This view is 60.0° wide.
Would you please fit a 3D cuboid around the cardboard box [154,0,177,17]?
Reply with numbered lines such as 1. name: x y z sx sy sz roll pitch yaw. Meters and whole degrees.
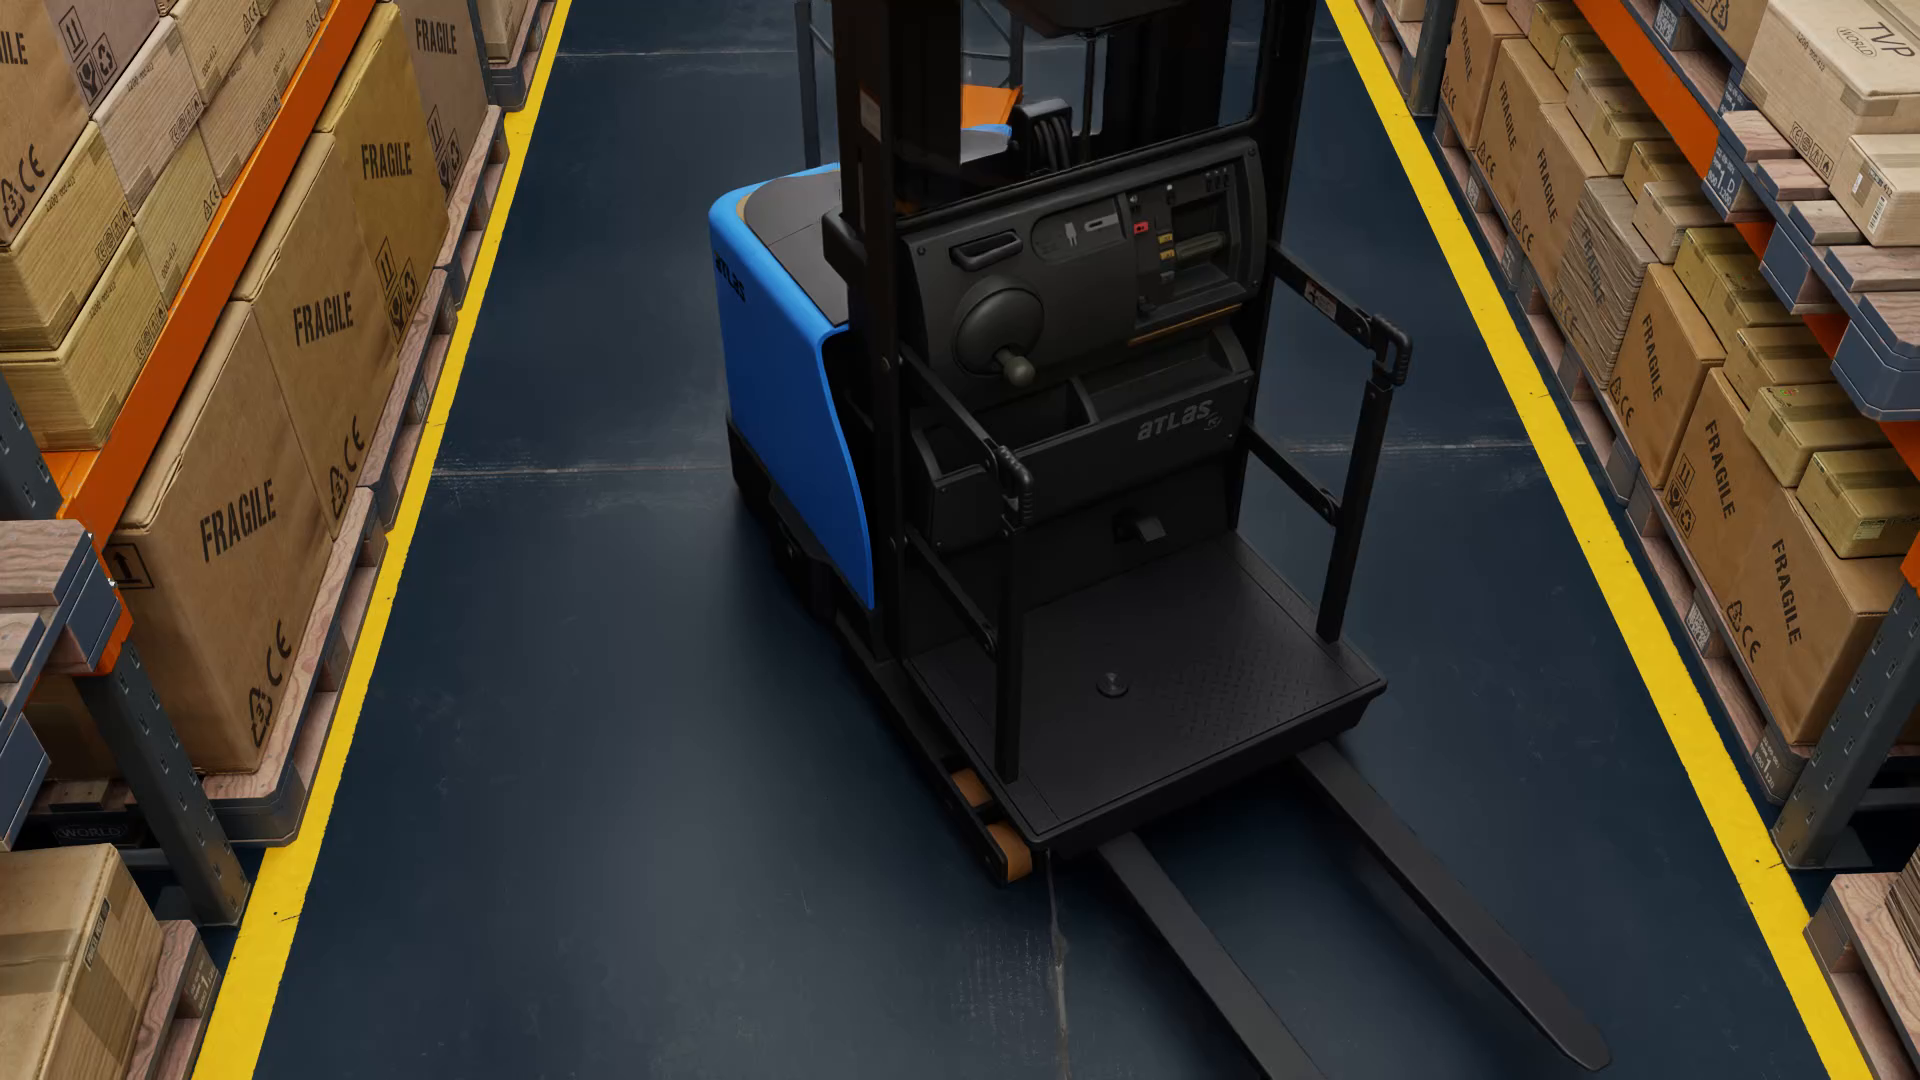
1. cardboard box: -2.131 -1.586 3.947 0.500 0.500 0.500 -1 43 -1

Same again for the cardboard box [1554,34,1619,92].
1. cardboard box: 2.358 -1.682 5.924 0.380 0.149 0.250 -2 43 -3

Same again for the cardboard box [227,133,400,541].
1. cardboard box: -2.297 -0.599 4.945 0.875 0.875 0.875 -1 43 -1

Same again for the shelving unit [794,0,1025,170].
1. shelving unit: -0.132 -1.451 5.723 0.587 1.500 1.083 9 43 9

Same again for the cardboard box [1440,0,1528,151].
1. cardboard box: 2.268 -1.902 6.644 0.500 0.500 0.500 0 43 0

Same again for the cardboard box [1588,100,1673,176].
1. cardboard box: 2.340 -1.345 5.556 0.380 0.149 0.250 0 43 0

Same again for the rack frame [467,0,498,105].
1. rack frame: -2.487 -2.857 6.147 1.000 3.000 0.127 -2 43 -2

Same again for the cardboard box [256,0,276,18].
1. cardboard box: -2.129 -1.663 4.586 0.500 0.250 0.500 -1 43 -1

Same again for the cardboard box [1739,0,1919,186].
1. cardboard box: 2.274 -1.104 4.035 0.500 0.250 0.500 -3 43 -4

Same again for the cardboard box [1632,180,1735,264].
1. cardboard box: 2.340 -0.996 5.176 0.380 0.149 0.250 -4 43 -4

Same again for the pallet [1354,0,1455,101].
1. pallet: 2.444 -2.437 7.753 1.003 0.211 1.213 -2 43 -2

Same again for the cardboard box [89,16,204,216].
1. cardboard box: -2.112 -0.984 3.844 0.500 0.250 0.500 -1 43 -1

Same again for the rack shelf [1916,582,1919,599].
1. rack shelf: 2.727 1.314 2.129 1.077 0.370 4.000 -2 43 -2

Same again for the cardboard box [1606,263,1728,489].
1. cardboard box: 2.374 -0.505 5.121 0.500 0.500 0.500 0 43 0

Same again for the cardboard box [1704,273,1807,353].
1. cardboard box: 2.393 -0.642 4.790 0.380 0.149 0.250 0 43 -1

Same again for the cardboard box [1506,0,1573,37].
1. cardboard box: 2.311 -2.040 6.314 0.380 0.149 0.250 -3 43 -3

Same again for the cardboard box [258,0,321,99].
1. cardboard box: -2.166 -1.472 4.747 0.500 0.250 0.500 -2 43 -2

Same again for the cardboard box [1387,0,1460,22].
1. cardboard box: 2.155 -2.473 7.528 0.380 0.149 0.250 -3 43 -3

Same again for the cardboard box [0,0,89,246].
1. cardboard box: -2.093 -0.902 3.200 0.500 0.500 0.500 -3 43 -3

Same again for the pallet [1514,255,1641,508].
1. pallet: 2.600 -0.600 5.749 1.003 0.211 1.213 -2 43 -2

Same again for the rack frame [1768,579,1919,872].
1. rack frame: 2.642 -0.301 3.359 1.000 3.000 0.127 -2 43 -2

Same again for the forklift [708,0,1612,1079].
1. forklift: 0.418 -0.554 3.686 1.130 2.935 3.031 -20 46 -21

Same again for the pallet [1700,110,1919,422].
1. pallet: 2.543 -0.686 3.921 1.213 0.211 1.003 -2 43 -2

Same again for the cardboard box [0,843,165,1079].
1. cardboard box: -2.303 1.039 3.530 0.950 0.372 0.625 -4 43 -5

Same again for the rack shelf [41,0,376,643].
1. rack shelf: -2.402 -1.241 4.917 1.077 0.370 4.000 -2 43 -2

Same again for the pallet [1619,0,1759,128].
1. pallet: 2.555 -1.543 4.856 1.003 0.211 1.213 -2 43 -2

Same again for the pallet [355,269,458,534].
1. pallet: -2.324 -0.485 5.622 1.003 0.211 1.213 -2 43 -2

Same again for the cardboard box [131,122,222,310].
1. cardboard box: -2.126 -0.785 3.997 0.500 0.250 0.500 -3 43 -3

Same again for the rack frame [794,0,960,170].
1. rack frame: -0.247 -1.110 5.351 0.500 1.500 0.032 9 43 9

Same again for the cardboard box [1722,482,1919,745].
1. cardboard box: 2.410 0.186 4.366 0.500 0.500 0.500 -1 43 -1

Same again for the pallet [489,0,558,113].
1. pallet: -2.441 -2.345 7.652 1.003 0.211 1.213 -2 43 -2

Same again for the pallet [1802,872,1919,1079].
1. pallet: 2.638 1.283 3.694 1.003 0.211 1.213 -2 43 -2

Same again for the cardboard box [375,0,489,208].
1. cardboard box: -2.380 -1.812 6.269 0.875 0.875 0.875 0 43 0

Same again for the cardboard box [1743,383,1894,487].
1. cardboard box: 2.326 -0.283 4.398 0.380 0.149 0.250 -4 43 -4

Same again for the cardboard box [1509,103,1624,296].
1. cardboard box: 2.318 -1.206 5.885 0.500 0.500 0.500 -3 43 -3
